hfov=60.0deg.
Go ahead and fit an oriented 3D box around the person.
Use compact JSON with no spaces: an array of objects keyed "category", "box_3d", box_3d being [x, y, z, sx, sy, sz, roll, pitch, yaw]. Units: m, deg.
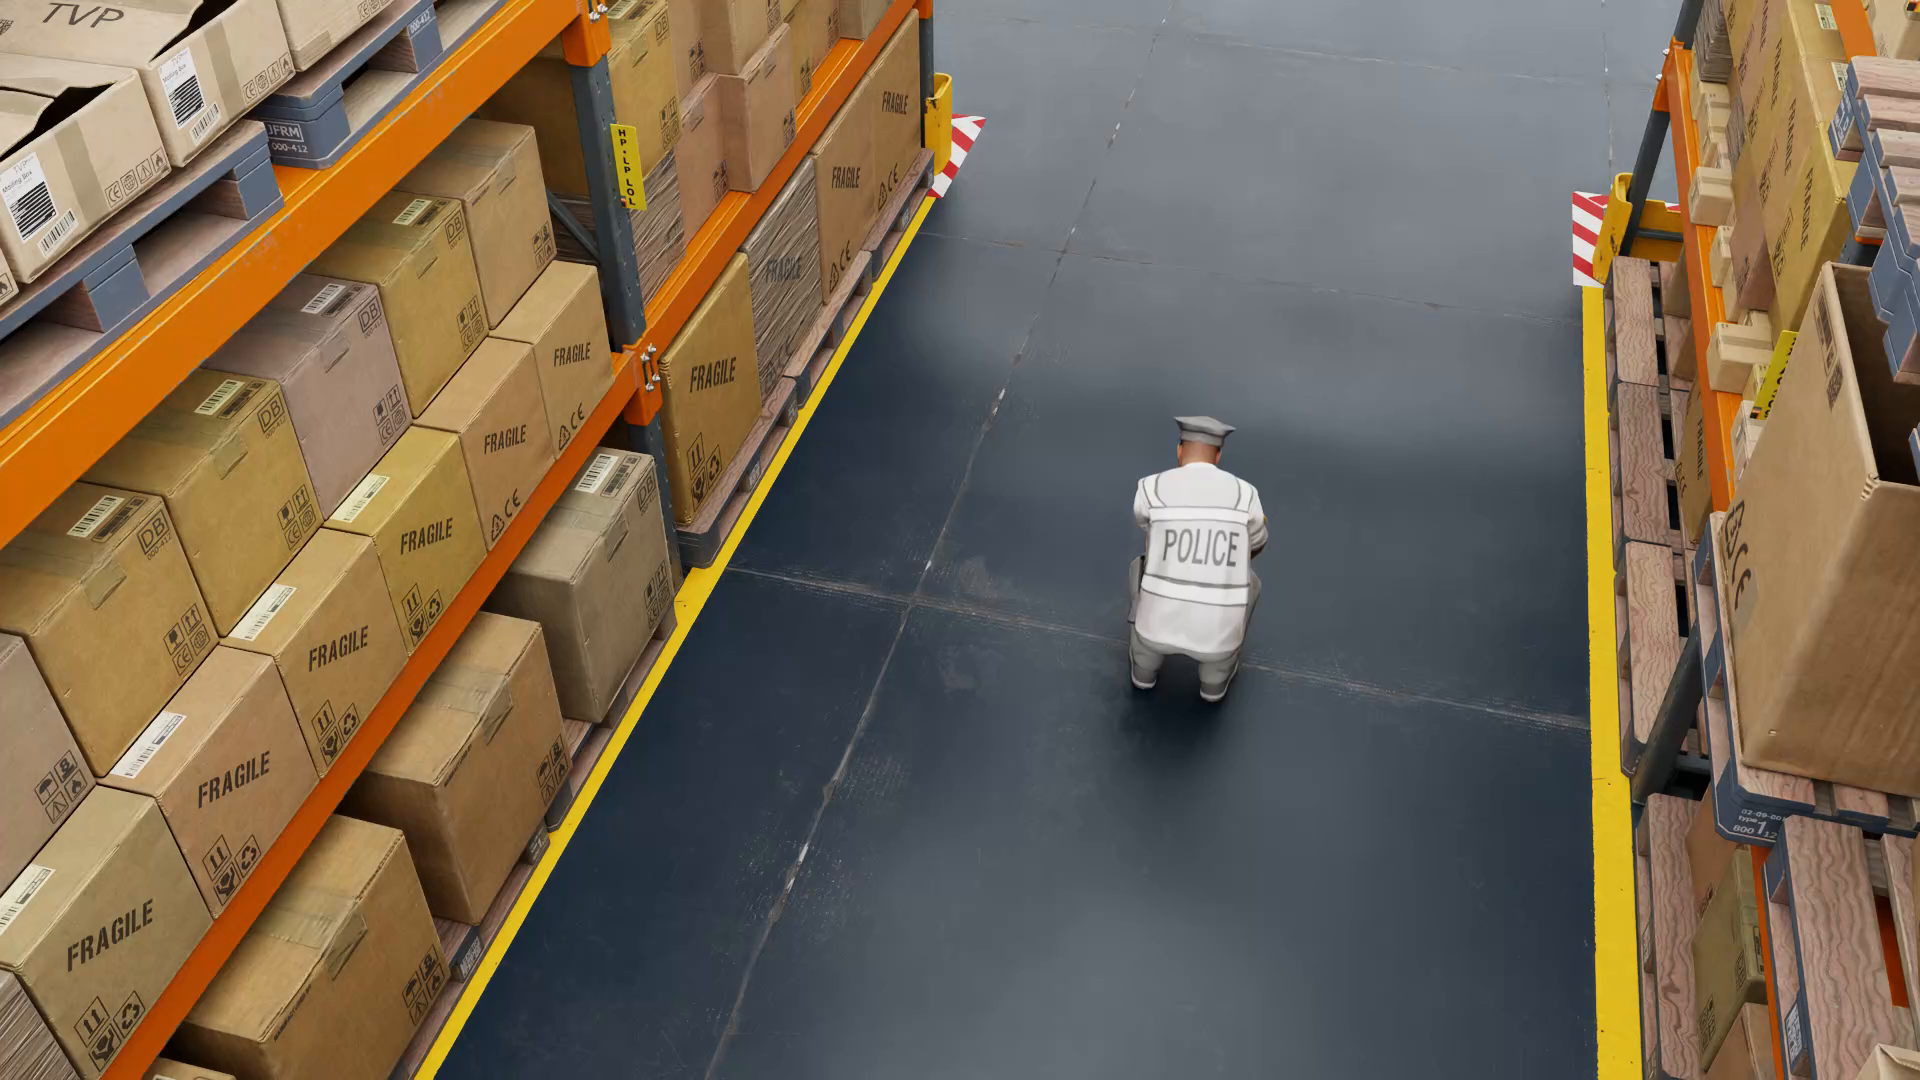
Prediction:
[{"category":"person","box_3d":[0.942,0.075,6.645,0.548,1.011,0.898,10,42,11]}]
